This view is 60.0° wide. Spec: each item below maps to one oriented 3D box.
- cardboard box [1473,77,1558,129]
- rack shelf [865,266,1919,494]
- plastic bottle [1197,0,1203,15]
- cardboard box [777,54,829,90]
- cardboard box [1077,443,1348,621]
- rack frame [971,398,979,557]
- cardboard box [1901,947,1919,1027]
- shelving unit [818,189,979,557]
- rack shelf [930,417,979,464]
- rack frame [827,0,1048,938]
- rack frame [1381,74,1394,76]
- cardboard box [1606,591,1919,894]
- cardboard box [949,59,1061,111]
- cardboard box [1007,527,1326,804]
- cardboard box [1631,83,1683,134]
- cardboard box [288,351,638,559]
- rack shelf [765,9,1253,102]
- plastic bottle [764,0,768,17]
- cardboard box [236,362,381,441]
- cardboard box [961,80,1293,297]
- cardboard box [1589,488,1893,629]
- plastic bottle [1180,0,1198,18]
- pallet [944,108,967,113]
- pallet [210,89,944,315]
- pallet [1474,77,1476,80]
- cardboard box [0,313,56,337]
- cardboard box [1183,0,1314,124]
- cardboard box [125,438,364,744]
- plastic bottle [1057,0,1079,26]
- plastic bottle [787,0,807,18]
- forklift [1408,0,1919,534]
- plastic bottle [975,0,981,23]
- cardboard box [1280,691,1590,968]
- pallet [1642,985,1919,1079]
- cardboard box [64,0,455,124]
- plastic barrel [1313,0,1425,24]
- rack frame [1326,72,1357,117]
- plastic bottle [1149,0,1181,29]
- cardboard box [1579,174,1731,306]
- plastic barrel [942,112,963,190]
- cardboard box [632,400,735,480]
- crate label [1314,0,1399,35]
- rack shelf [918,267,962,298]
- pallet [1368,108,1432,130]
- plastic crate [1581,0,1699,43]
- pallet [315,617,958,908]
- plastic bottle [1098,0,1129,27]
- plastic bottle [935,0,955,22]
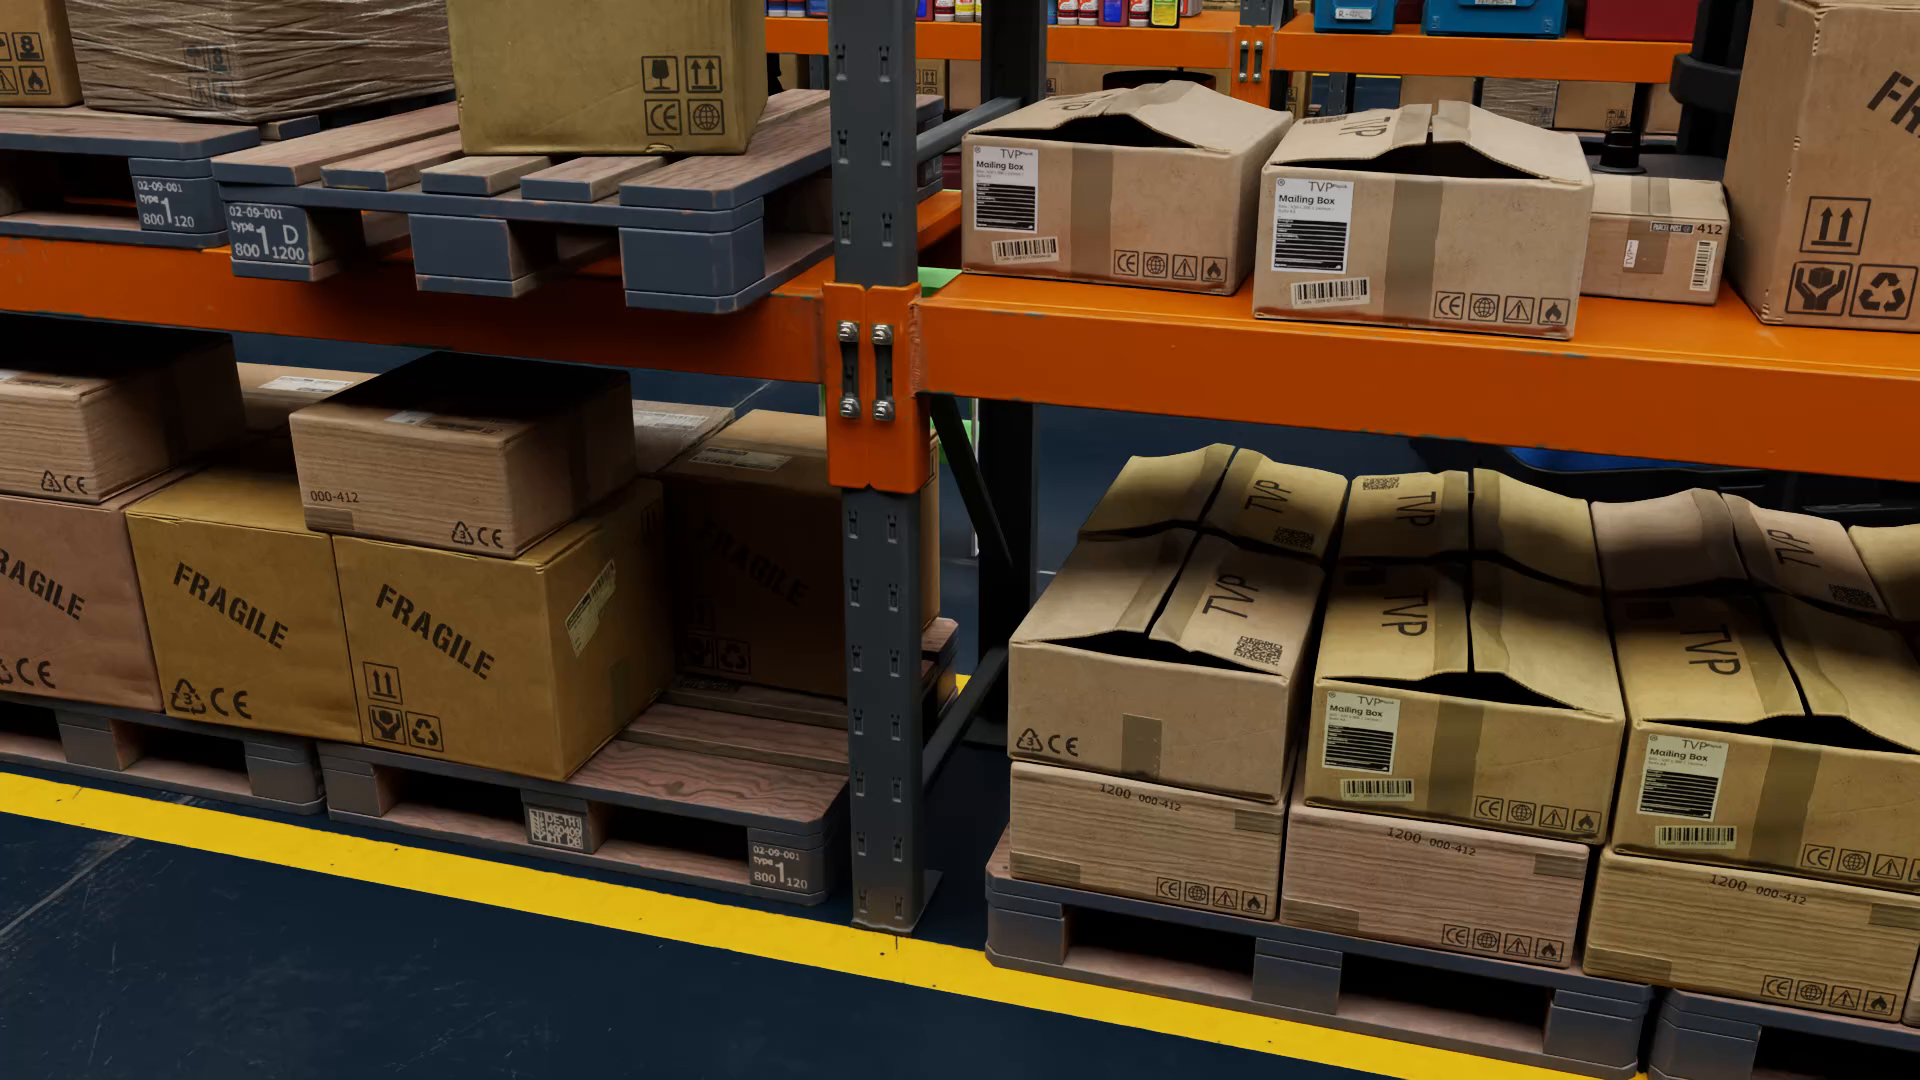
[{"bbox_3d":[4.033,-3.303,12.083,0.500,0.500,0.700,5,23,11],"label":"cardboard box"},{"bbox_3d":[1.901,-0.227,2.819,4.000,0.370,1.077,7,23,16],"label":"rack shelf"},{"bbox_3d":[1.099,-2.686,8.029,0.135,0.276,0.152,7,23,16],"label":"plastic bottle"},{"bbox_3d":[-1.587,-4.129,13.630,0.875,0.875,0.875,7,23,16],"label":"cardboard box"},{"bbox_3d":[0.559,0.007,3.631,0.500,0.311,0.500,7,23,17],"label":"cardboard box"},{"bbox_3d":[0.075,-0.547,5.021,0.015,1.200,0.240,7,23,15],"label":"rack frame"},{"bbox_3d":[1.874,0.629,2.855,0.500,0.250,0.500,7,23,17],"label":"cardboard box"},{"bbox_3d":[-0.158,-0.573,5.087,0.503,1.200,0.258,7,23,15],"label":"shelving unit"},{"bbox_3d":[-0.158,-0.292,5.202,0.480,0.148,0.258,7,23,15],"label":"rack shelf"},{"bbox_3d":[-0.014,-0.779,3.217,0.127,3.000,1.000,7,23,16],"label":"rack frame"},{"bbox_3d":[4.380,-6.169,16.357,0.127,3.000,1.000,7,23,16],"label":"rack frame"},{"bbox_3d":[1.395,0.315,2.882,0.500,0.311,0.500,6,23,14],"label":"cardboard box"},{"bbox_3d":[0.496,-3.867,12.992,0.875,0.875,1.225,6,23,14],"label":"cardboard box"},{"bbox_3d":[0.402,0.203,3.153,0.500,0.311,0.500,7,23,17],"label":"cardboard box"},{"bbox_3d":[5.112,-3.182,11.789,0.500,0.500,0.700,5,23,11],"label":"cardboard box"},{"bbox_3d":[-1.032,-0.195,3.519,0.500,0.250,0.500,7,23,18],"label":"cardboard box"},{"bbox_3d":[-0.494,-2.465,8.275,4.000,0.370,1.077,7,23,16],"label":"rack shelf"},{"bbox_3d":[-0.968,-2.644,7.926,0.135,0.276,0.152,7,23,16],"label":"plastic bottle"},{"bbox_3d":[-1.850,-0.148,4.391,0.500,0.500,0.500,6,23,14],"label":"cardboard box"},{"bbox_3d":[0.322,-0.682,3.098,0.500,0.311,0.500,8,24,19],"label":"cardboard box"},{"bbox_3d":[1.540,0.118,3.361,0.500,0.311,0.500,6,23,15],"label":"cardboard box"},{"bbox_3d":[1.055,-2.631,7.894,0.135,0.276,0.152,7,23,16],"label":"plastic bottle"},{"bbox_3d":[-0.218,-3.469,13.449,1.213,0.211,1.003,7,23,16],"label":"pallet"},{"bbox_3d":[-0.683,-0.739,3.373,1.003,0.211,1.213,7,23,16],"label":"pallet"},{"bbox_3d":[5.113,-4.765,16.609,1.213,0.211,1.003,7,23,16],"label":"pallet"},{"bbox_3d":[-2.493,-0.361,3.922,0.500,0.250,0.500,7,23,16],"label":"cardboard box"},{"bbox_3d":[2.196,-3.673,12.517,0.875,0.875,1.225,5,23,13],"label":"cardboard box"},{"bbox_3d":[-1.473,0.100,3.789,0.500,0.500,0.500,6,23,14],"label":"cardboard box"},{"bbox_3d":[0.490,-2.431,7.506,0.097,0.201,0.097,0,22,0],"label":"plastic bottle"},{"bbox_3d":[-0.771,-2.608,7.845,0.097,0.271,0.097,0,22,0],"label":"plastic bottle"},{"bbox_3d":[3.145,-1.529,5.134,3.031,2.935,1.130,-3,22,-6],"label":"forklift"},{"bbox_3d":[0.118,-2.474,7.610,0.097,0.201,0.097,0,22,0],"label":"plastic bottle"},{"bbox_3d":[0.884,0.518,3.126,0.500,0.250,0.500,6,23,14],"label":"cardboard box"},{"bbox_3d":[1.927,0.750,3.164,1.213,0.211,1.003,7,23,16],"label":"pallet"},{"bbox_3d":[-1.470,-1.218,3.601,0.500,0.500,0.700,11,25,25],"label":"cardboard box"},{"bbox_3d":[1.952,-2.701,7.722,0.708,0.536,0.600,7,23,16],"label":"plastic barrel"},{"bbox_3d":[2.851,-4.378,11.991,0.127,3.000,1.000,7,23,16],"label":"rack frame"},{"bbox_3d":[0.910,-2.414,7.356,0.133,0.283,0.061,7,23,16],"label":"plastic bottle"},{"bbox_3d":[1.223,-0.544,2.974,0.250,0.149,0.380,8,24,19],"label":"cardboard box"},{"bbox_3d":[-0.134,-1.828,8.399,0.708,0.588,0.600,7,23,16],"label":"plastic barrel"},{"bbox_3d":[-0.870,-0.035,4.118,0.500,0.500,0.500,6,23,14],"label":"cardboard box"},{"bbox_3d":[1.715,-2.319,7.191,0.416,0.233,0.303,7,23,16],"label":"crate label"},{"bbox_3d":[-0.158,-0.736,5.020,0.480,0.148,0.258,7,23,15],"label":"rack shelf"},{"bbox_3d":[3.599,-3.002,12.310,1.213,0.211,1.003,7,23,16],"label":"pallet"},{"bbox_3d":[2.879,-2.320,6.889,0.583,0.464,0.402,7,23,16],"label":"plastic crate"},{"bbox_3d":[-0.718,0.415,3.979,1.213,0.211,1.003,7,23,16],"label":"pallet"},{"bbox_3d":[0.689,-2.439,7.418,0.133,0.283,0.061,7,23,16],"label":"plastic bottle"},{"bbox_3d":[-0.069,-2.495,7.662,0.097,0.201,0.097,0,22,0],"label":"plastic bottle"}]
